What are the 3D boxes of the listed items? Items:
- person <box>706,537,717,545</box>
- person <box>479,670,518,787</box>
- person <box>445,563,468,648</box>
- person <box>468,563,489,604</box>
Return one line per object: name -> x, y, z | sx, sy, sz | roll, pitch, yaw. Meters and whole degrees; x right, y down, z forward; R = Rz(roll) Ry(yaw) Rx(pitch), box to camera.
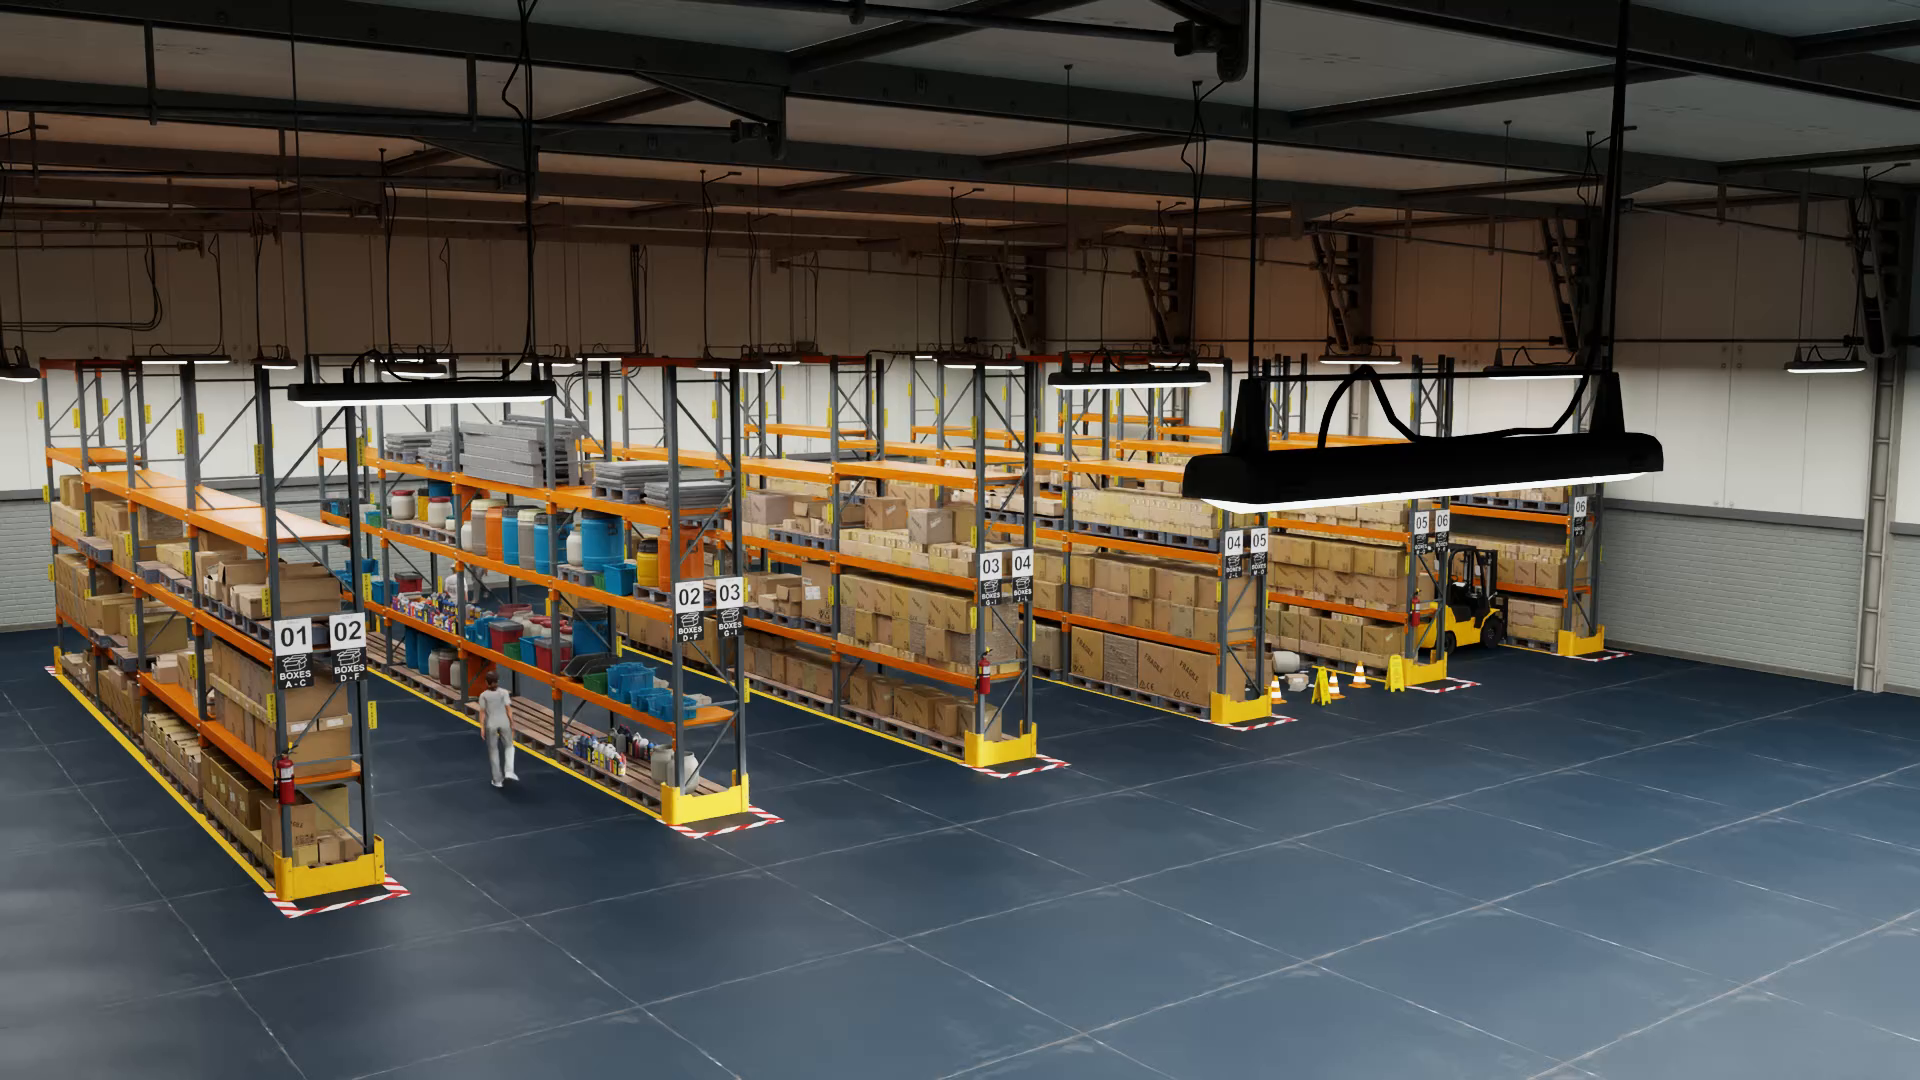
person -> -6.074, 0.618, 40.749 | 0.468, 1.615, 0.740 | 2, 7, 16
person -> -6.544, 2.684, 23.552 | 0.500, 1.664, 0.489 | -3, 7, -20
person -> -10.349, 1.360, 34.257 | 0.580, 1.791, 0.410 | 3, 7, 21
person -> -11.631, 0.686, 40.199 | 0.416, 1.610, 0.881 | 3, 8, 26
